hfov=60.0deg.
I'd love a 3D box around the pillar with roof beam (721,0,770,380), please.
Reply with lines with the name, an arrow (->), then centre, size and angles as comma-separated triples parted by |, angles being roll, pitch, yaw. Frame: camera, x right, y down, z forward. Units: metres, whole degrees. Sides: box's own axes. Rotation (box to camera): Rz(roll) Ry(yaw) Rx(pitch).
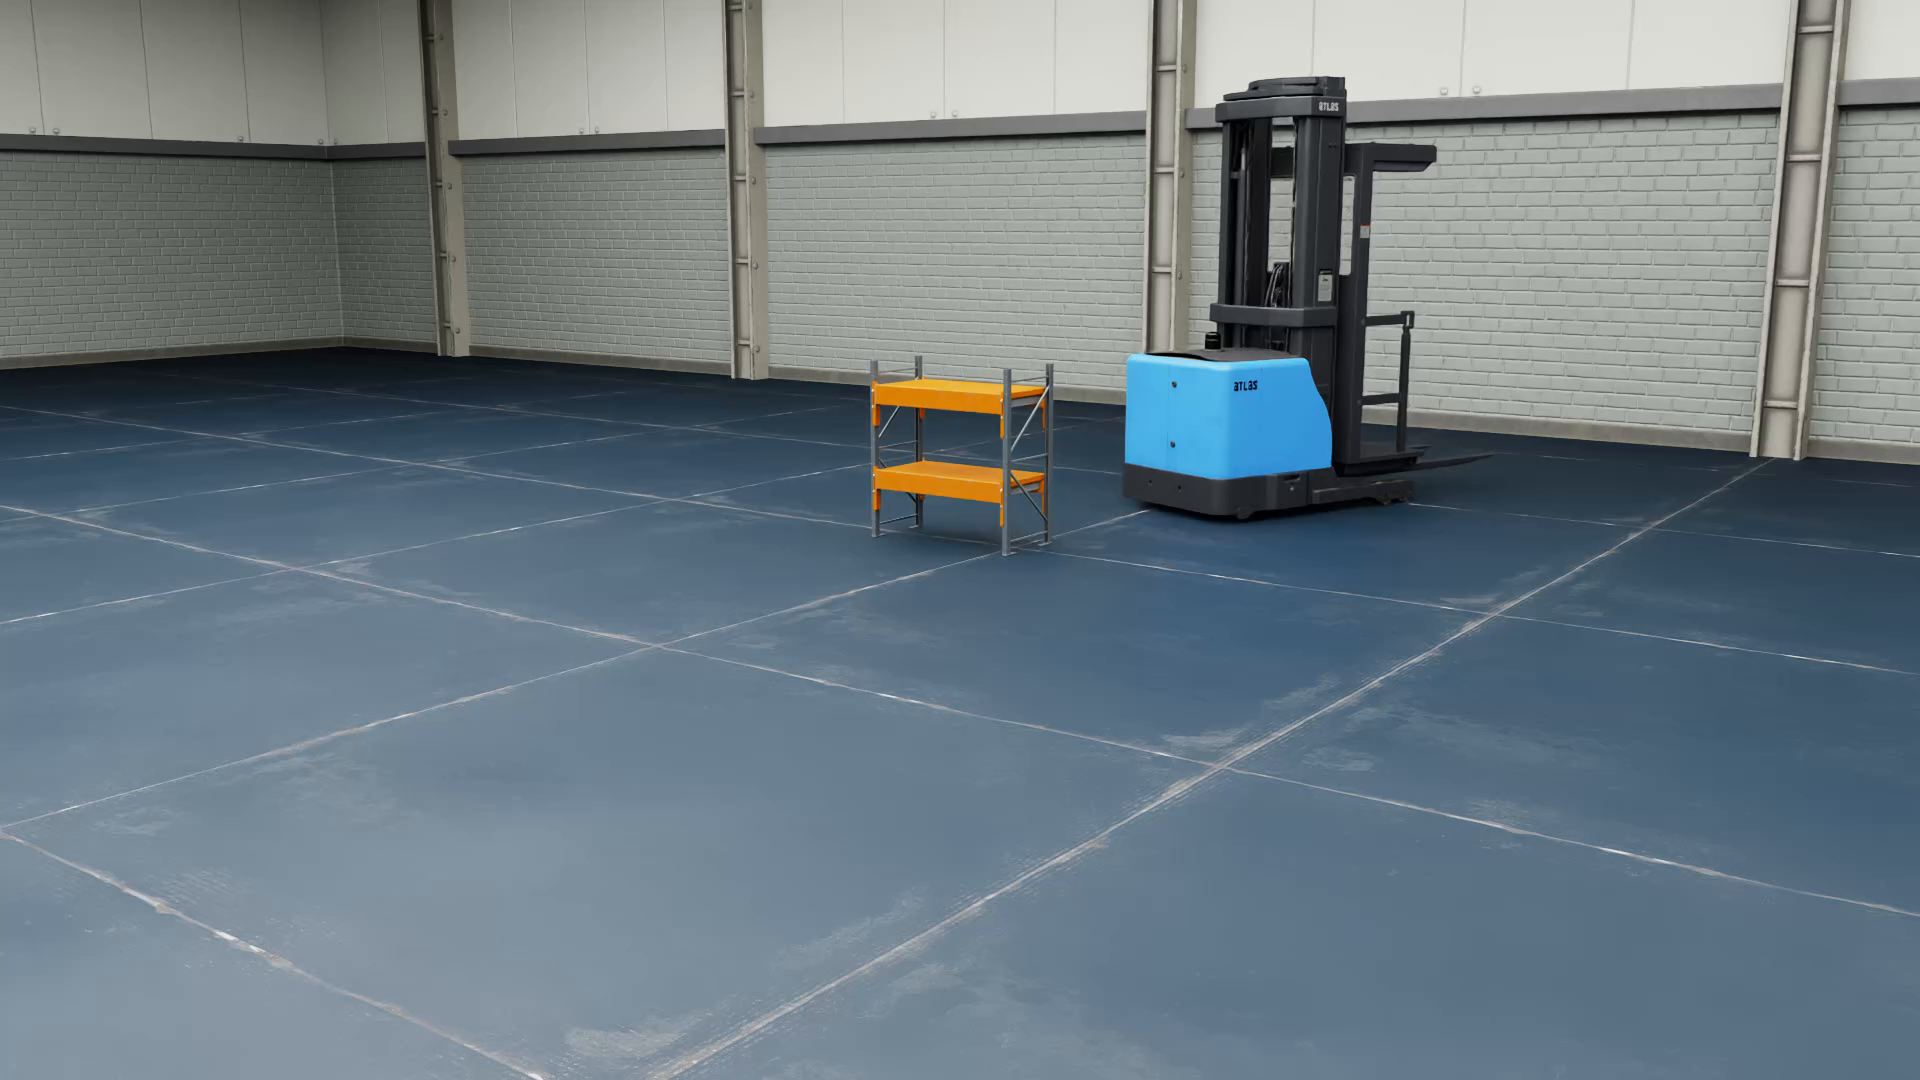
pillar with roof beam -> -5.218, -5.824, 16.945 | 0.400, 9.000, 9.100 | 8, 13, 36

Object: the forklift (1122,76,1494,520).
forklift -> 2.655, -1.766, 11.941 | 3.031, 2.935, 1.130 | -7, 13, -33

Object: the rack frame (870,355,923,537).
rack frame -> -0.404, -0.609, 10.714 | 0.032, 1.125, 0.500 | 8, 13, 36

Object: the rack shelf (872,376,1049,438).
rack shelf -> 0.005, -0.839, 10.363 | 1.000, 0.278, 0.538 | 8, 13, 36

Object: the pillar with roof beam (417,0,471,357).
pillar with roof beam -> -10.054, -6.499, 20.432 | 0.400, 9.000, 9.100 | 8, 13, 36

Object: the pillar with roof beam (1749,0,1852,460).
pillar with roof beam -> 4.454, -4.475, 9.971 | 0.400, 9.000, 9.100 | 8, 13, 36

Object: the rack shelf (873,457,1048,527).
rack shelf -> 0.005, -0.311, 10.465 | 1.000, 0.278, 0.538 | 8, 13, 36

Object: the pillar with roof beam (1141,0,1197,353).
pillar with roof beam -> -0.382, -5.150, 13.458 | 0.400, 9.000, 9.100 | 8, 13, 36

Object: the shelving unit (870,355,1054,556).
shelving unit -> 0.005, -0.552, 10.419 | 1.048, 1.125, 0.538 | 8, 13, 36

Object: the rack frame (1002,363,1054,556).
rack frame -> 0.415, -0.494, 10.124 | 0.032, 1.125, 0.500 | 8, 13, 36
